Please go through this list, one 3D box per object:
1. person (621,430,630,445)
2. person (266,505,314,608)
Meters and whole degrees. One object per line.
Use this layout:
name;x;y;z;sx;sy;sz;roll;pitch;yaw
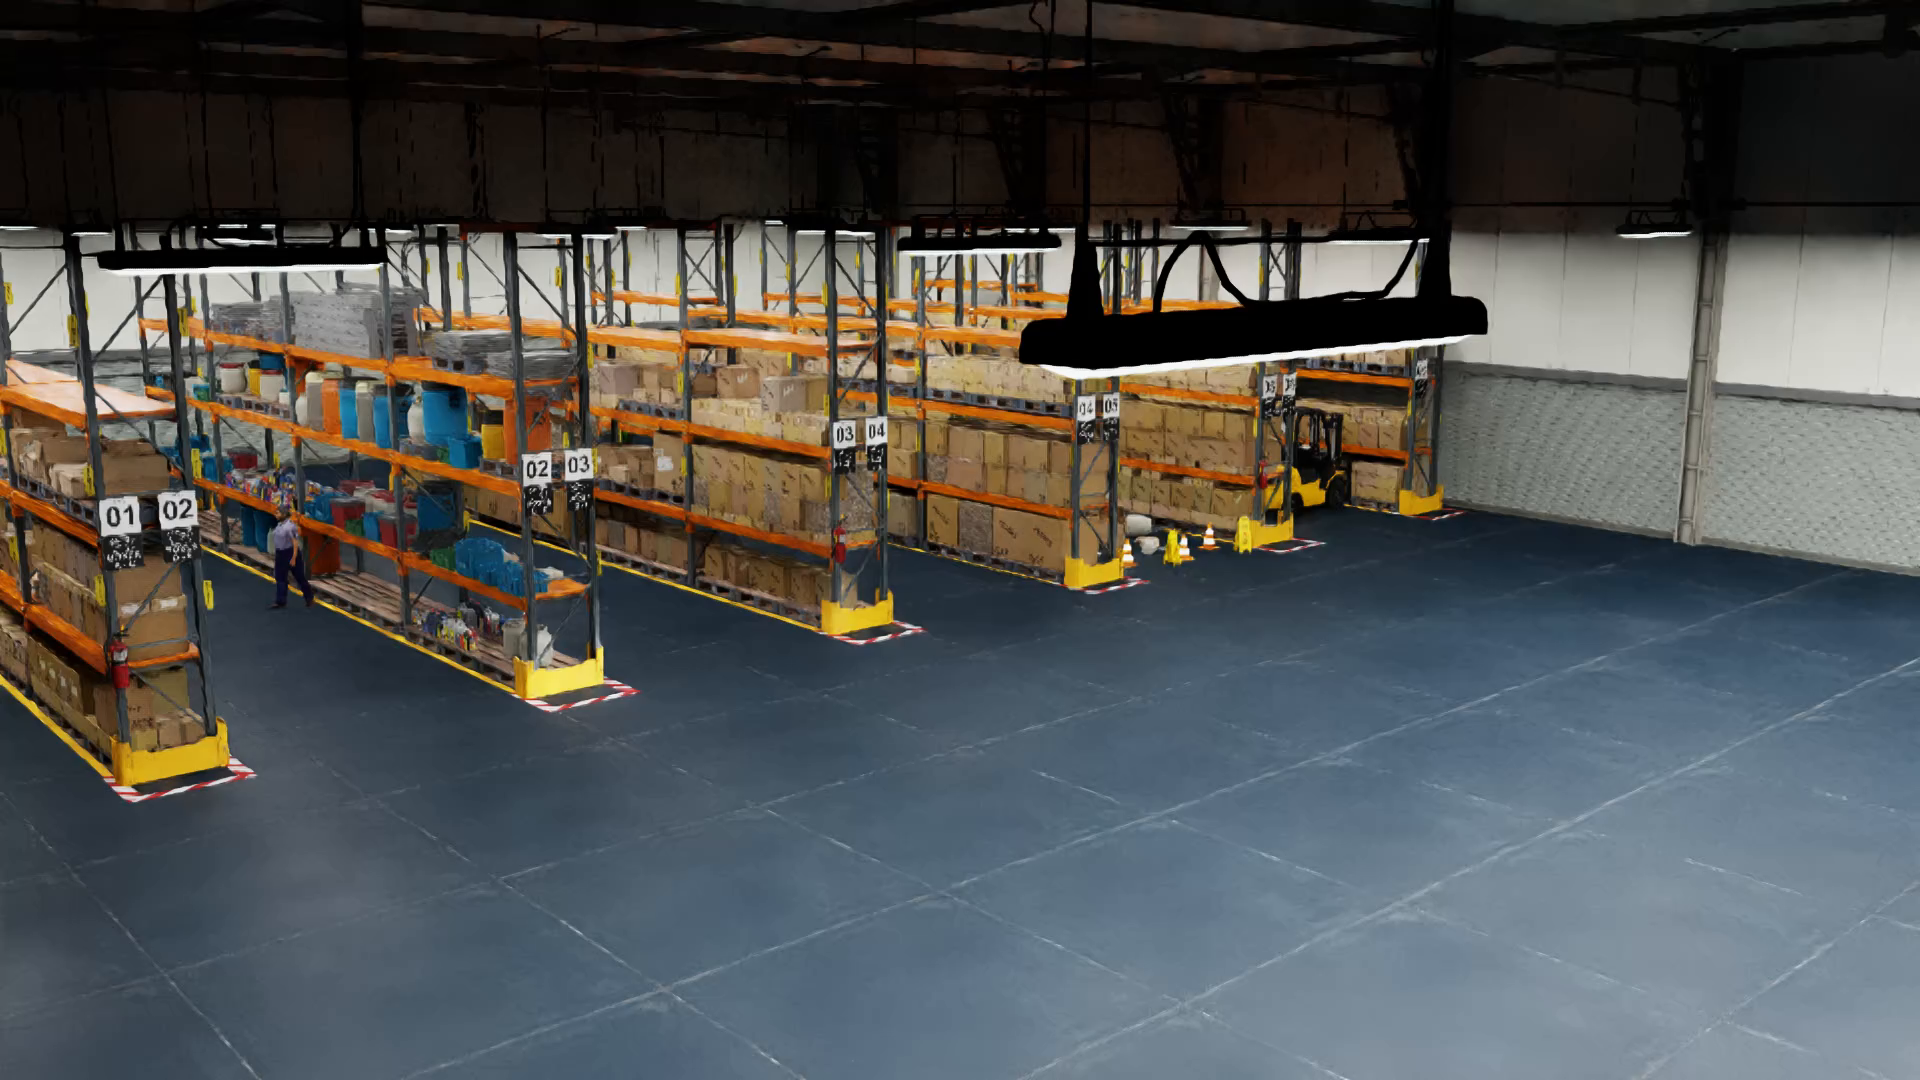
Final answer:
person;-8.590;-3.038;42.352;0.631;1.776;0.495;2;12;10
person;-10.732;0.252;26.479;0.698;1.632;0.644;8;14;34
